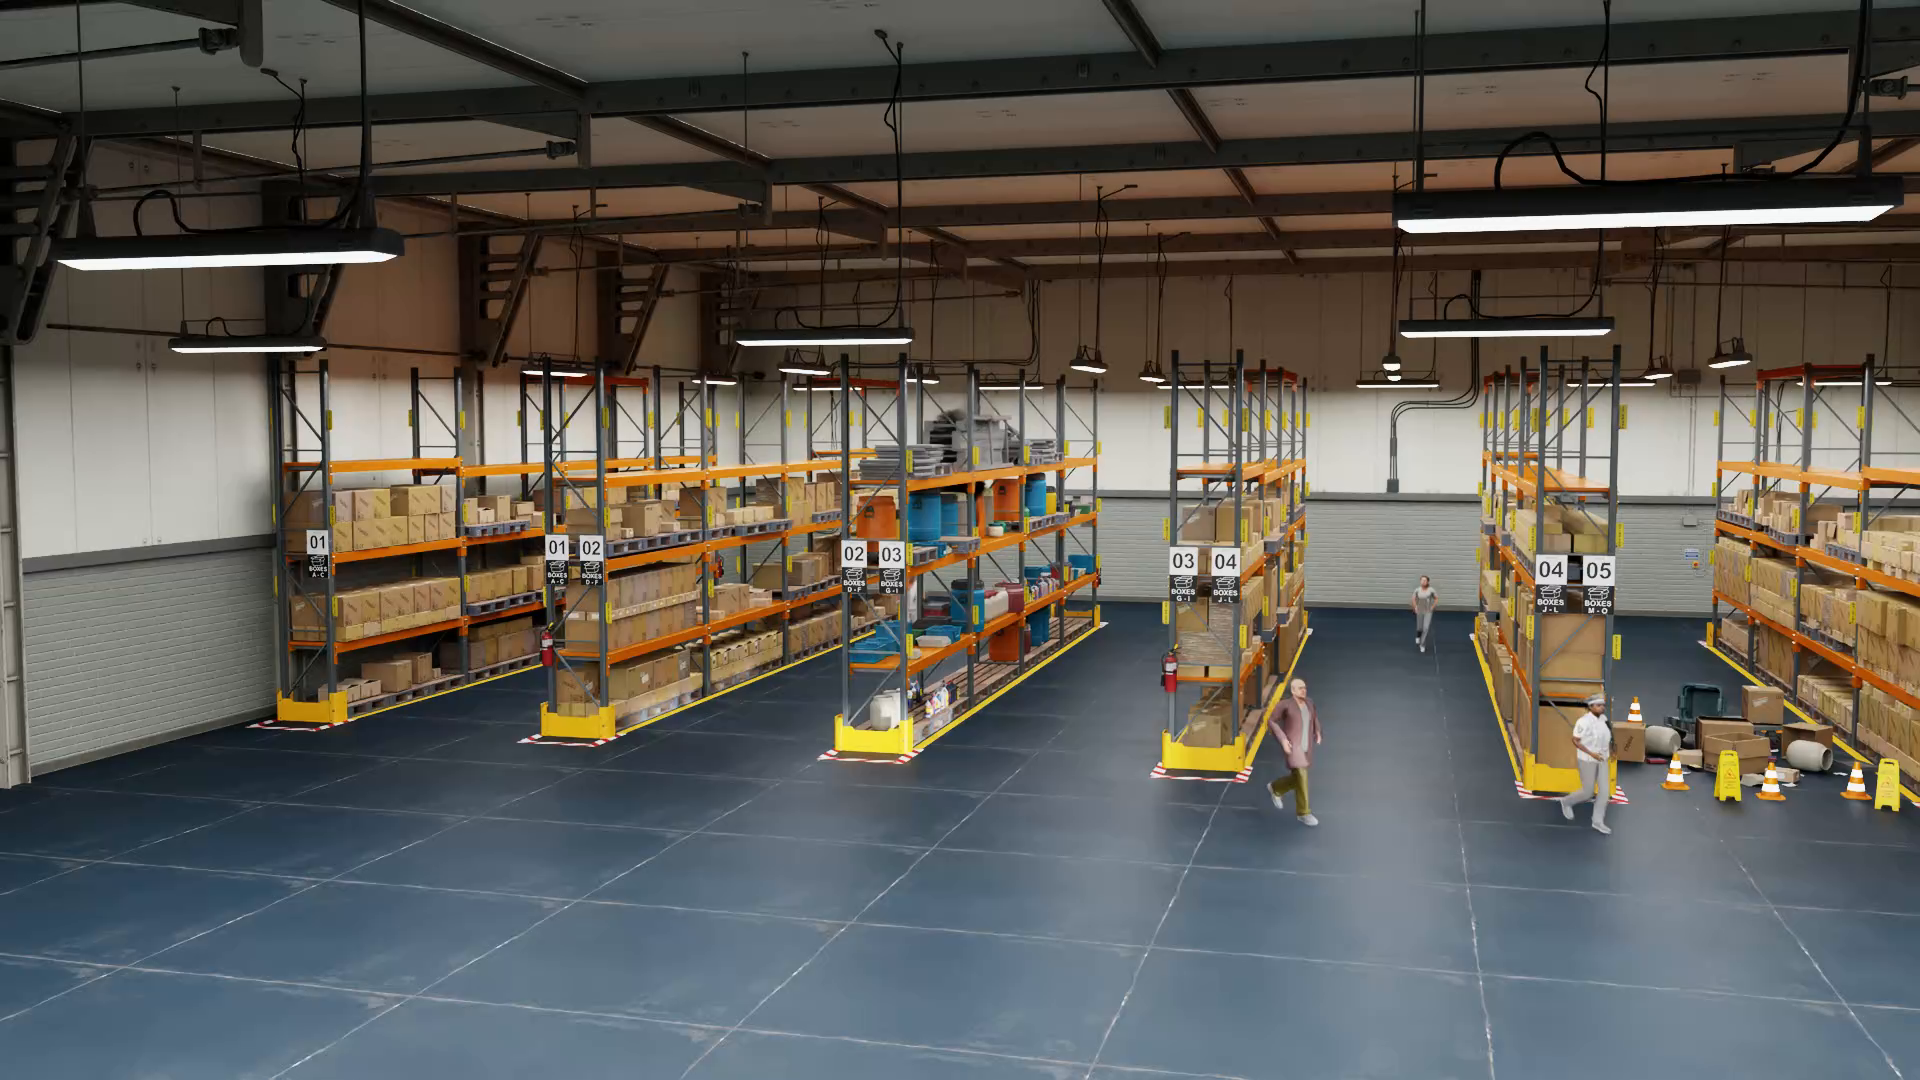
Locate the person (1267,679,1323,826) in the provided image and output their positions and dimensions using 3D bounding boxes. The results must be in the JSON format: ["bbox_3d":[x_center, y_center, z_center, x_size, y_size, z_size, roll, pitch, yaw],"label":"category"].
[{"bbox_3d":[4.183,2.606,20.783,0.708,1.774,0.961,-2,5,-31],"label":"person"}]

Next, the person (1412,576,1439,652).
[{"bbox_3d":[10.138,1.593,36.232,0.567,1.646,0.647,1,4,19],"label":"person"}]

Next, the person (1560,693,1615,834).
[{"bbox_3d":[7.752,2.704,20.430,0.602,1.696,0.726,-2,4,-24],"label":"person"}]

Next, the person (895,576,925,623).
[{"bbox_3d":[-1.084,1.532,36.051,0.669,1.761,0.876,1,4,7],"label":"person"}]
